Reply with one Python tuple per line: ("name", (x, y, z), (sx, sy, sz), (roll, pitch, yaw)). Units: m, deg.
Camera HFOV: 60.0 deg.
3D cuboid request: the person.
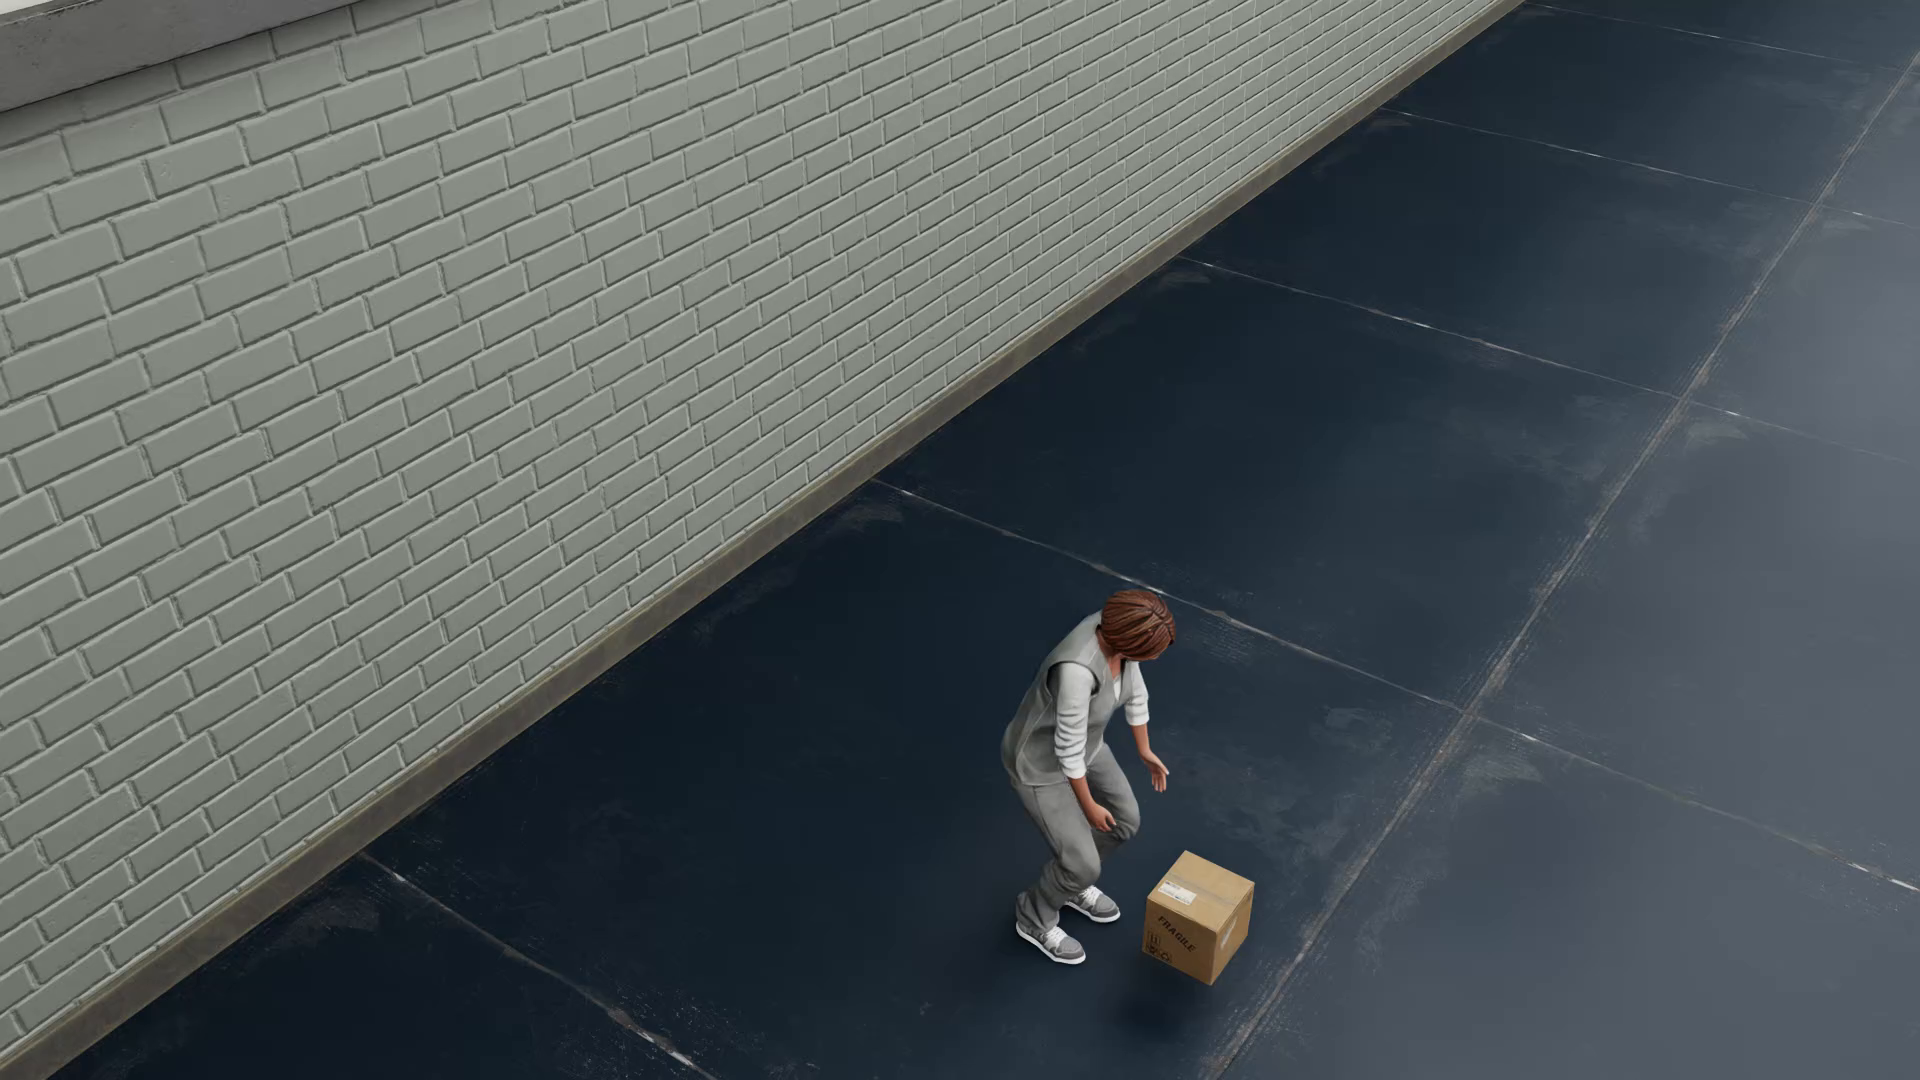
("person", (0.400, 0.716, 5.271), (0.518, 1.449, 0.451), (22, 41, 29))
